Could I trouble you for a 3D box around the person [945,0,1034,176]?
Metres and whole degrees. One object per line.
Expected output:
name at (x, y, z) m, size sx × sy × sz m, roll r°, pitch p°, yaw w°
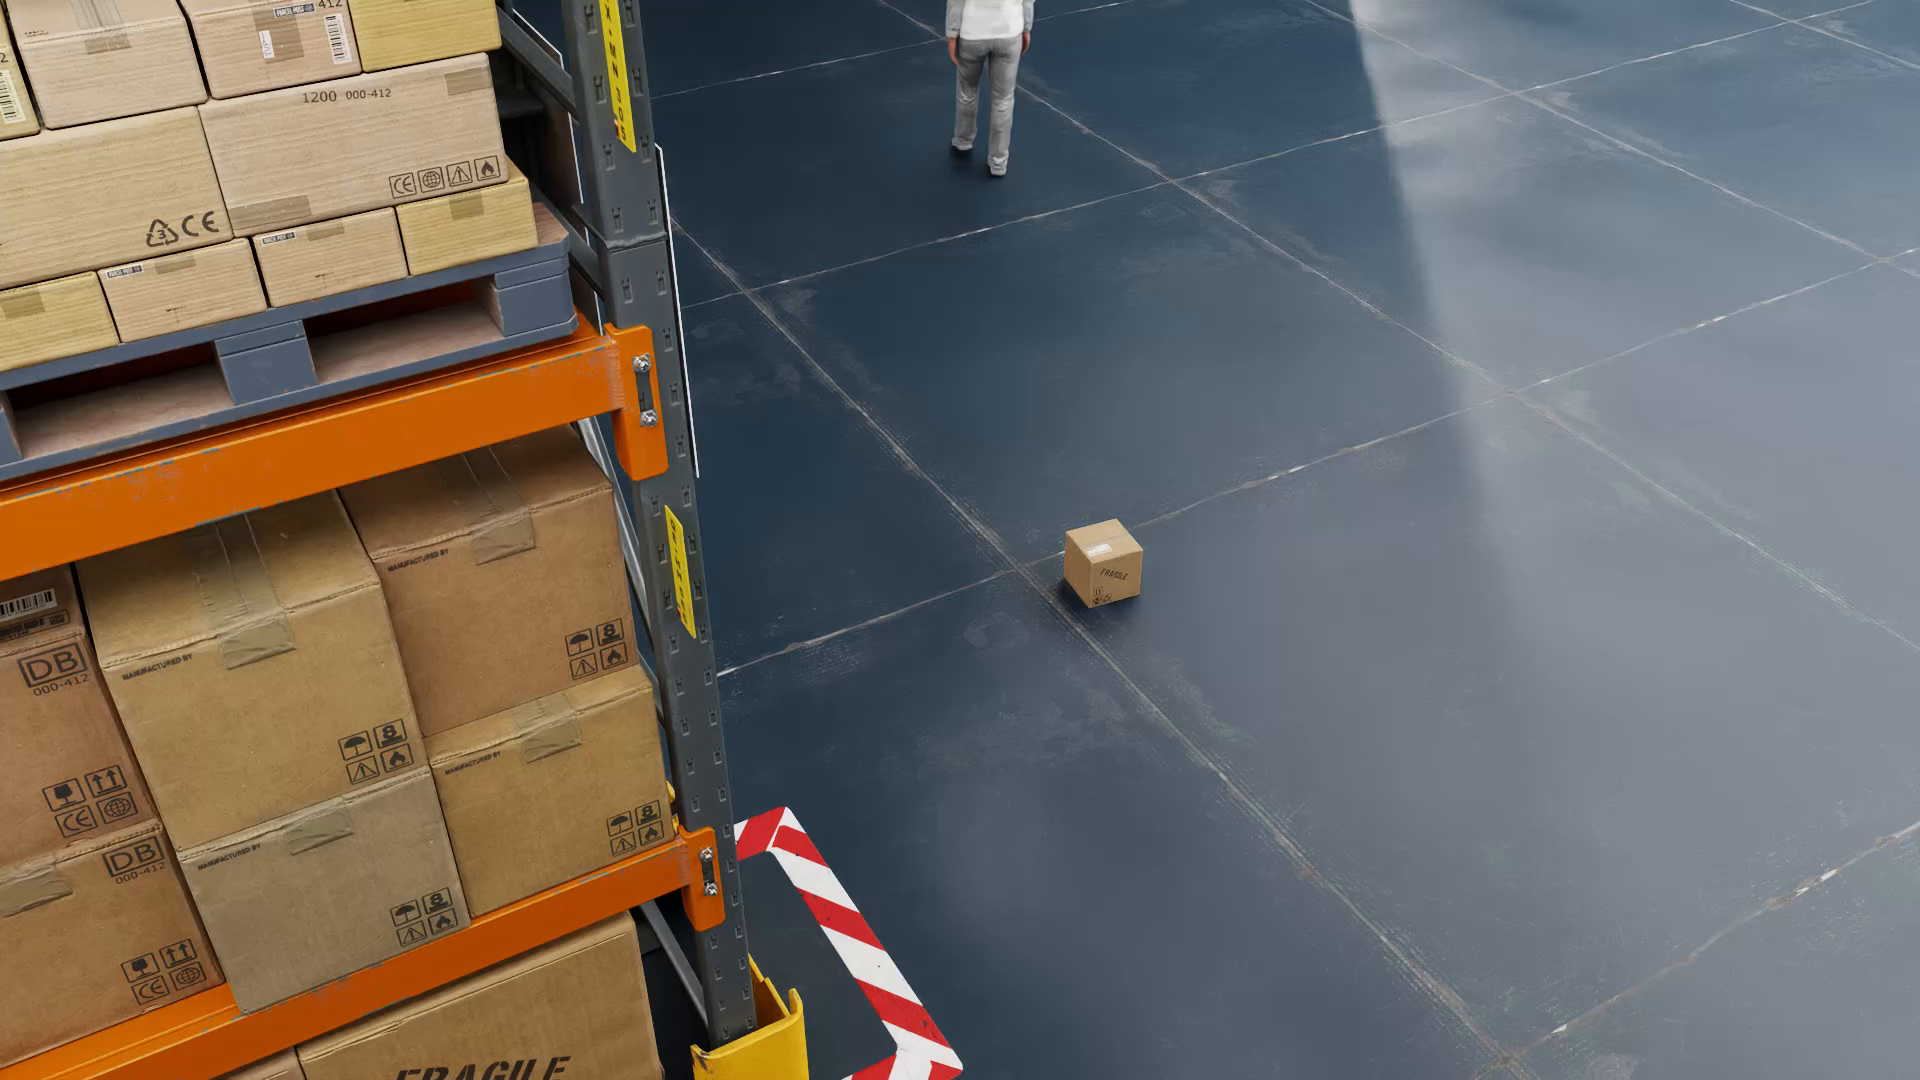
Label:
person at (0.176, -3.237, 10.490) m, size 0.554 × 1.779 × 0.689 m, roll -2°, pitch 37°, yaw -2°
